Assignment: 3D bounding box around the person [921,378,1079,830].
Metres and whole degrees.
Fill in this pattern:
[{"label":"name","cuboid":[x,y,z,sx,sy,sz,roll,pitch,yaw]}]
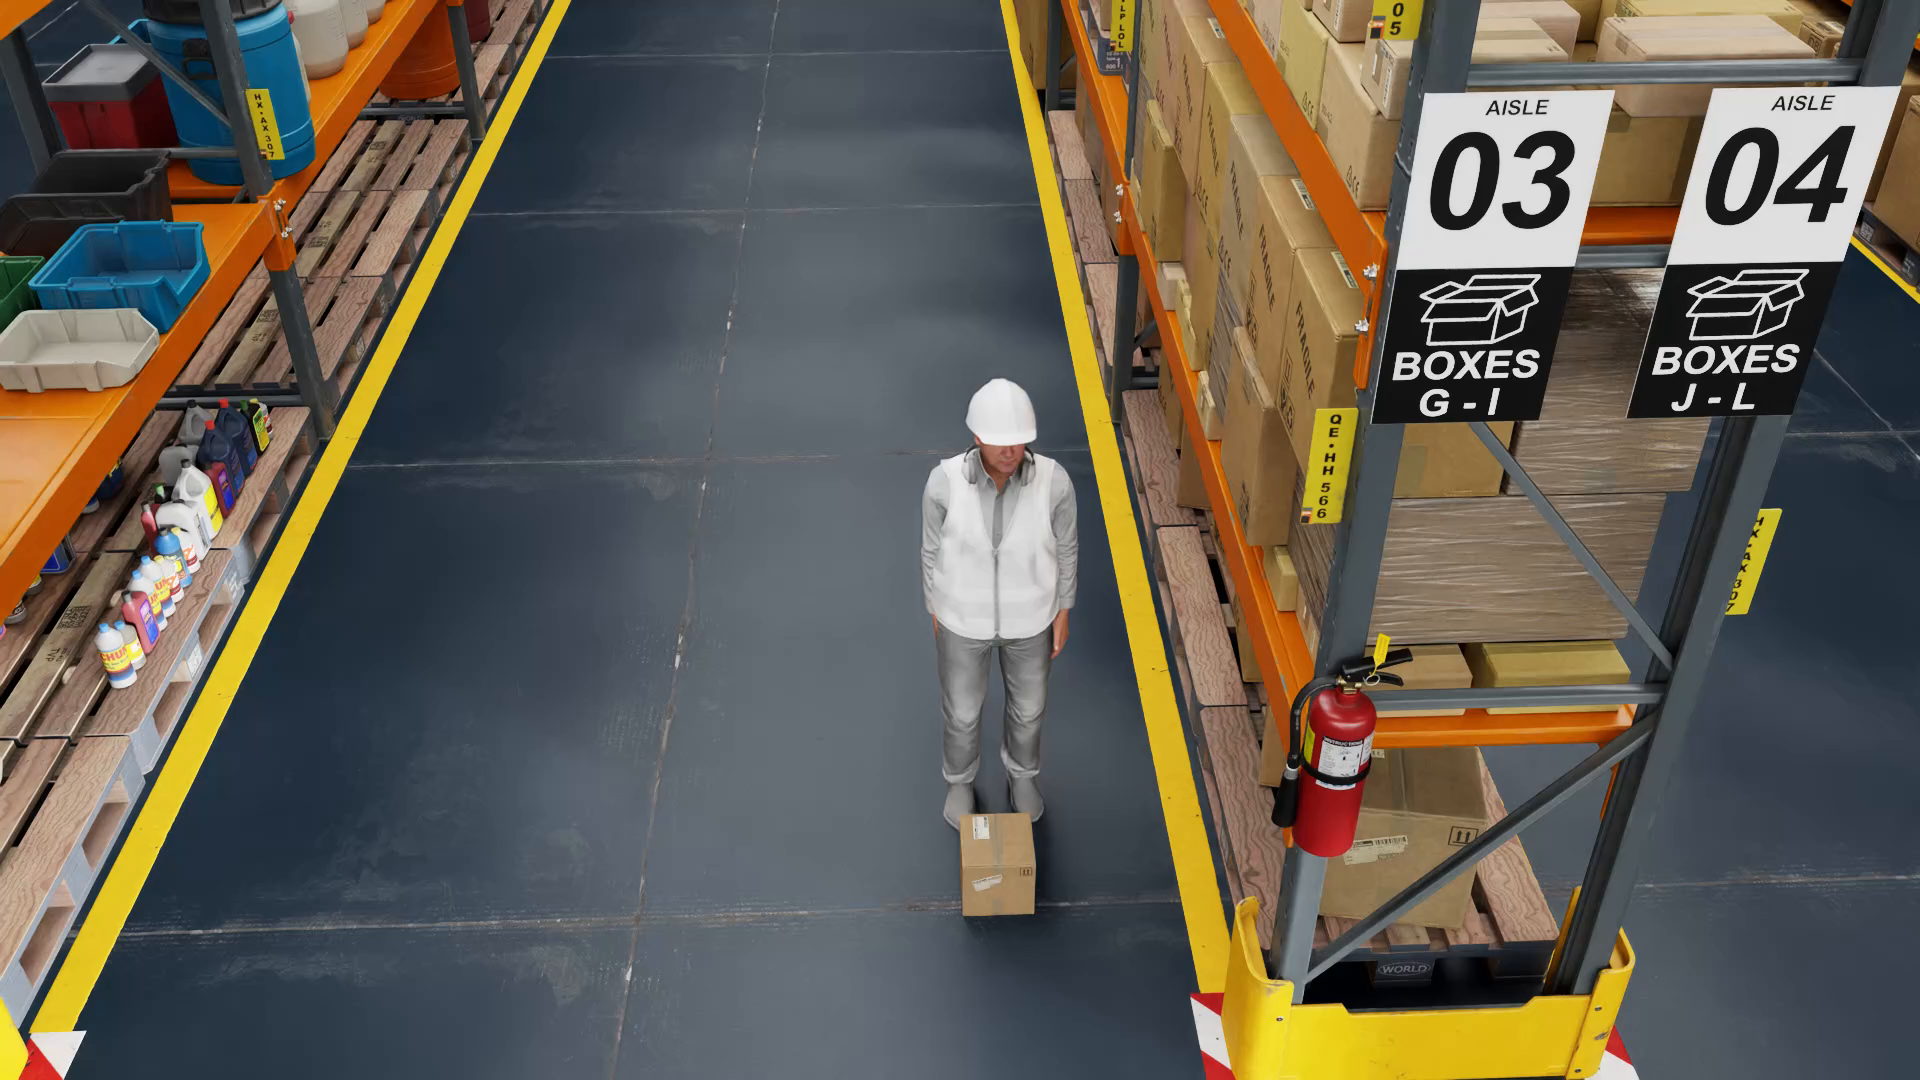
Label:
[{"label":"person","cuboid":[0.137,0.251,5.778,0.536,1.776,0.360,-1,35,-2]}]
